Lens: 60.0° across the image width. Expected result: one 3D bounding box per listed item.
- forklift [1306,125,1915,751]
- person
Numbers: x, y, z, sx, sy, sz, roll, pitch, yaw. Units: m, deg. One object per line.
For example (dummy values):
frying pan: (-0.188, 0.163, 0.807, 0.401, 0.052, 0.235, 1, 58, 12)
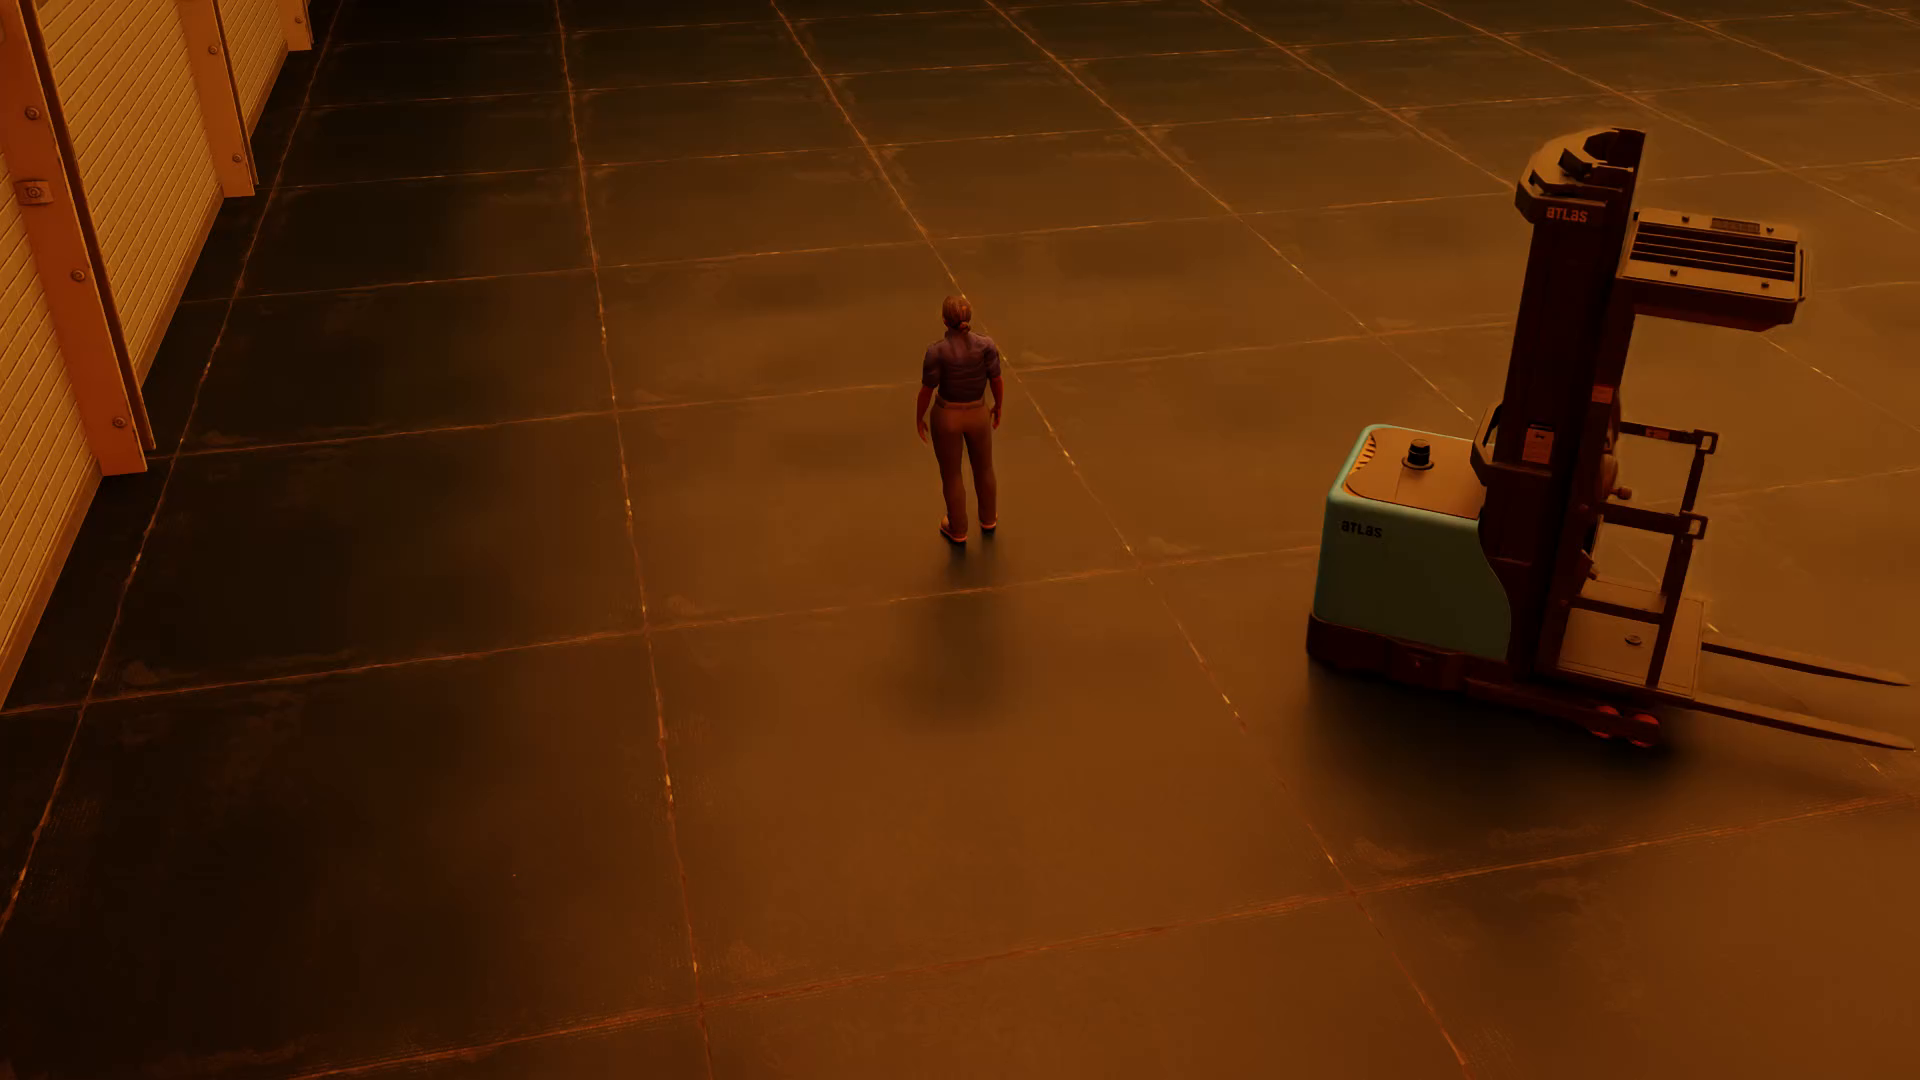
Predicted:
forklift: (3.498, -0.498, 8.435, 3.031, 2.935, 1.130, 13, 32, 21)
person: (-0.002, -0.767, 10.160, 0.570, 1.656, 0.503, -7, 31, -12)
